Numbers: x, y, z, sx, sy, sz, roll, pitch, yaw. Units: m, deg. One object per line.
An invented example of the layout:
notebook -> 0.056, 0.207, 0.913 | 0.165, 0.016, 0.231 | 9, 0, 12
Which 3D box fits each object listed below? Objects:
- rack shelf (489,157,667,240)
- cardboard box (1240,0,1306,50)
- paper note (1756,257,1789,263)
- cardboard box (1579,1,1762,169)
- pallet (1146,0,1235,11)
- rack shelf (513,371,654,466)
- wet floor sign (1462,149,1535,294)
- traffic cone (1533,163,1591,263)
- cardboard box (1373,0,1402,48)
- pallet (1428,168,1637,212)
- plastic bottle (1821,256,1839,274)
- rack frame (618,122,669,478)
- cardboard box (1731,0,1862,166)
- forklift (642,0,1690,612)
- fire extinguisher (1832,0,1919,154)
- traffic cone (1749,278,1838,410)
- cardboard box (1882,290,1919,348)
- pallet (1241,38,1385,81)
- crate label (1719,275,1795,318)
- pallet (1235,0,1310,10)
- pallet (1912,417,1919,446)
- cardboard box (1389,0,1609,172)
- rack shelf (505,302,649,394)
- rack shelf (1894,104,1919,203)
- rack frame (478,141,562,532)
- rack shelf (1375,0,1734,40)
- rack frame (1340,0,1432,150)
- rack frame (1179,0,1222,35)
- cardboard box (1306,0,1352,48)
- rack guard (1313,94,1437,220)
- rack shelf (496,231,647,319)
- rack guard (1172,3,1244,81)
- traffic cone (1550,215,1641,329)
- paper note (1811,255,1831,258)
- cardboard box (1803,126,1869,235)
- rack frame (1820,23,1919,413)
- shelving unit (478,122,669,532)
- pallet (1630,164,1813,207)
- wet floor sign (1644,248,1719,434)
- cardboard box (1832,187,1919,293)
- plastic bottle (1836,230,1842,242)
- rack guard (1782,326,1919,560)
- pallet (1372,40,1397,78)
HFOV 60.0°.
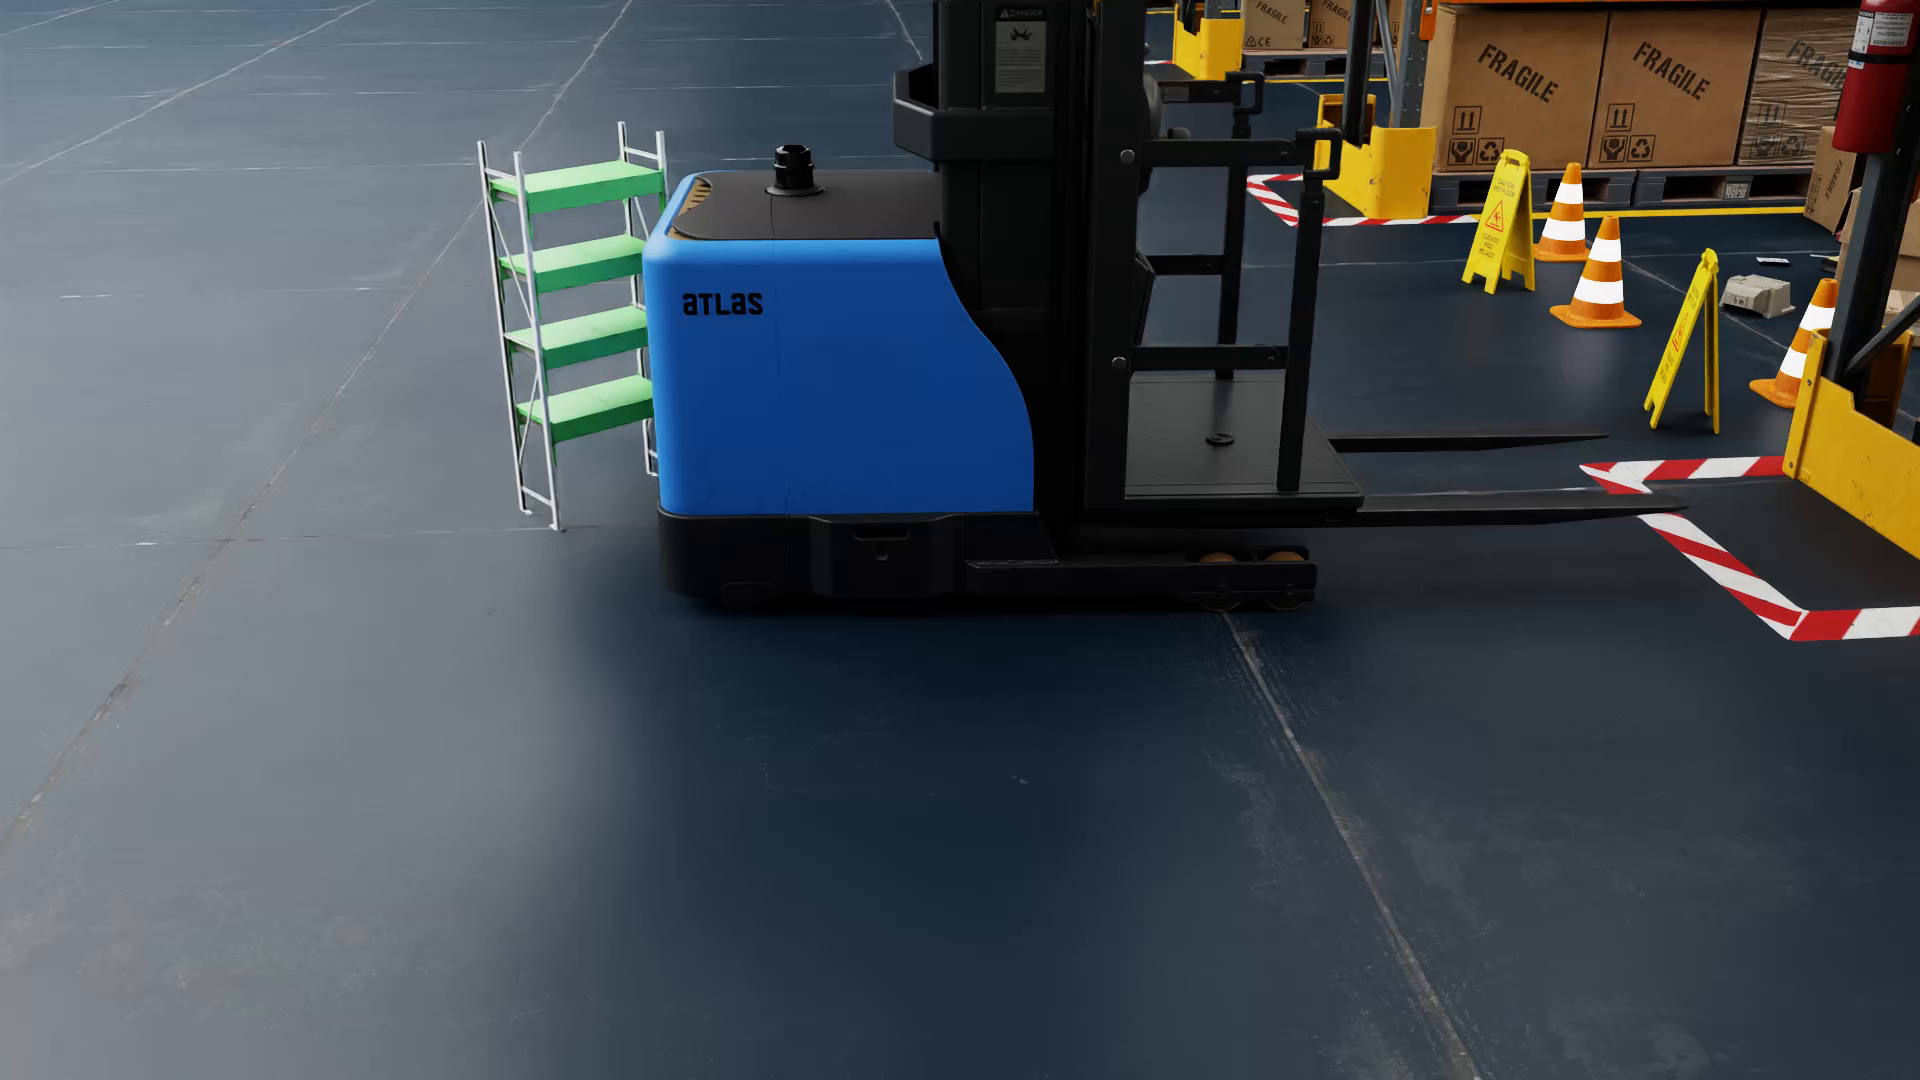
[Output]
rack shelf -> -1.180, -1.059, 5.130 | 0.480, 0.148, 0.258 | -21, 31, -38
cardboard box -> 2.660, -4.472, 14.179 | 0.500, 0.500, 0.500 | 2, 24, 5
paper note -> 4.110, -1.413, 8.393 | 0.142, 0.017, 0.144 | 6, 25, 13
cardboard box -> 3.967, -2.706, 9.744 | 0.875, 0.875, 0.875 | -3, 24, -6
pallet -> 2.430, -6.184, 18.904 | 1.213, 0.211, 1.003 | -2, 24, -5
rack shelf -> -1.180, -0.401, 5.422 | 0.480, 0.148, 0.258 | -21, 31, -38
wet floor sign -> 2.589, -1.518, 7.871 | 0.232, 0.644, 0.267 | -6, 25, -14
traffic cone -> 3.092, -1.683, 8.468 | 0.334, 0.463, 0.336 | -2, 24, -5
cardboard box -> 3.876, -4.527, 14.303 | 0.500, 0.500, 0.500 | 0, 24, 0
pallet -> 3.212, -2.185, 9.905 | 1.213, 0.211, 1.003 | -2, 24, -5
plastic bottle -> 4.432, -1.373, 8.265 | 0.283, 0.061, 0.133 | -11, 26, -23
rack frame -> -1.000, -0.745, 5.450 | 0.015, 1.200, 0.240 | -21, 31, -38
cardboard box -> 4.875, -2.742, 9.824 | 0.875, 0.875, 0.875 | -2, 24, -5
forklift -> 0.640, -1.349, 4.676 | 3.031, 2.935, 1.130 | -1, 24, -2
fire extinguisher -> 2.852, -1.545, 5.128 | 0.183, 0.674, 0.296 | -2, 24, -5
traffic cone -> 3.312, -0.778, 6.431 | 0.334, 0.463, 0.336 | -2, 24, -5
cardboard box -> 4.116, -0.965, 7.237 | 0.250, 0.149, 0.380 | 10, 26, 22
pallet -> 2.924, -4.151, 14.330 | 1.213, 0.211, 1.003 | -2, 24, -5
crate label -> 3.641, -1.121, 7.603 | 0.298, 0.136, 0.250 | -16, 29, -32
pallet -> 3.641, -6.232, 19.011 | 1.213, 0.211, 1.003 | -2, 24, -5
pallet -> 3.898, -0.146, 5.318 | 1.213, 0.211, 1.003 | -2, 24, -5
cardboard box -> 3.092, -2.670, 9.663 | 0.875, 0.875, 0.875 | -2, 24, -5
rack shelf -> -1.180, -0.620, 5.325 | 0.480, 0.148, 0.258 | -21, 31, -38
rack shelf -> 5.001, -1.150, 5.030 | 4.000, 0.370, 1.077 | -2, 24, -5
rack frame -> -1.359, -0.611, 5.148 | 0.015, 1.200, 0.240 | -21, 31, -38
rack shelf -> 4.414, -3.147, 9.522 | 4.000, 0.370, 1.077 | -2, 24, -5
rack frame -> 2.424, -3.395, 9.196 | 0.127, 3.000, 1.000 | -2, 24, -5
rack frame -> 2.037, -5.404, 13.716 | 0.127, 3.000, 1.000 | -2, 24, -5
cardboard box -> 3.251, -4.510, 14.264 | 0.500, 0.500, 0.500 | 4, 24, 9
rack guard -> 2.400, -2.252, 9.702 | 0.348, 0.500, 1.175 | -2, 24, -5
rack shelf -> -1.180, -0.839, 5.227 | 0.480, 0.148, 0.258 | -21, 31, -38
rack guard -> 2.112, -4.265, 14.230 | 0.348, 0.500, 1.175 | -2, 24, -5
traffic cone -> 2.864, -1.213, 7.410 | 0.334, 0.463, 0.336 | -2, 24, -5
paper note -> 4.415, -1.448, 8.495 | 0.123, 0.001, 0.032 | 10, 26, 22
cardboard box -> 4.960, -1.937, 8.990 | 0.500, 0.500, 0.500 | 2, 24, 4
rack frame -> 3.011, -1.399, 4.704 | 0.127, 3.000, 1.000 | -2, 24, -5
shelving unit -> -1.180, -0.678, 5.299 | 0.503, 1.200, 0.258 | -21, 31, -38
pallet -> 4.423, -2.232, 10.012 | 1.213, 0.211, 1.003 | -2, 24, -5
wet floor sign -> 2.717, -0.748, 6.138 | 0.232, 0.644, 0.267 | 6, 25, 13
cardboard box -> 4.510, -1.351, 7.671 | 0.797, 0.503, 0.637 | 22, 32, 40
plastic bottle -> 4.752, -1.565, 8.696 | 0.133, 0.061, 0.283 | -11, 26, -23
rack guard -> 3.086, -0.260, 5.218 | 0.348, 0.500, 1.175 | -2, 24, -5
pallet -> 4.136, -4.199, 14.436 | 1.213, 0.211, 1.003 | -2, 24, -5
